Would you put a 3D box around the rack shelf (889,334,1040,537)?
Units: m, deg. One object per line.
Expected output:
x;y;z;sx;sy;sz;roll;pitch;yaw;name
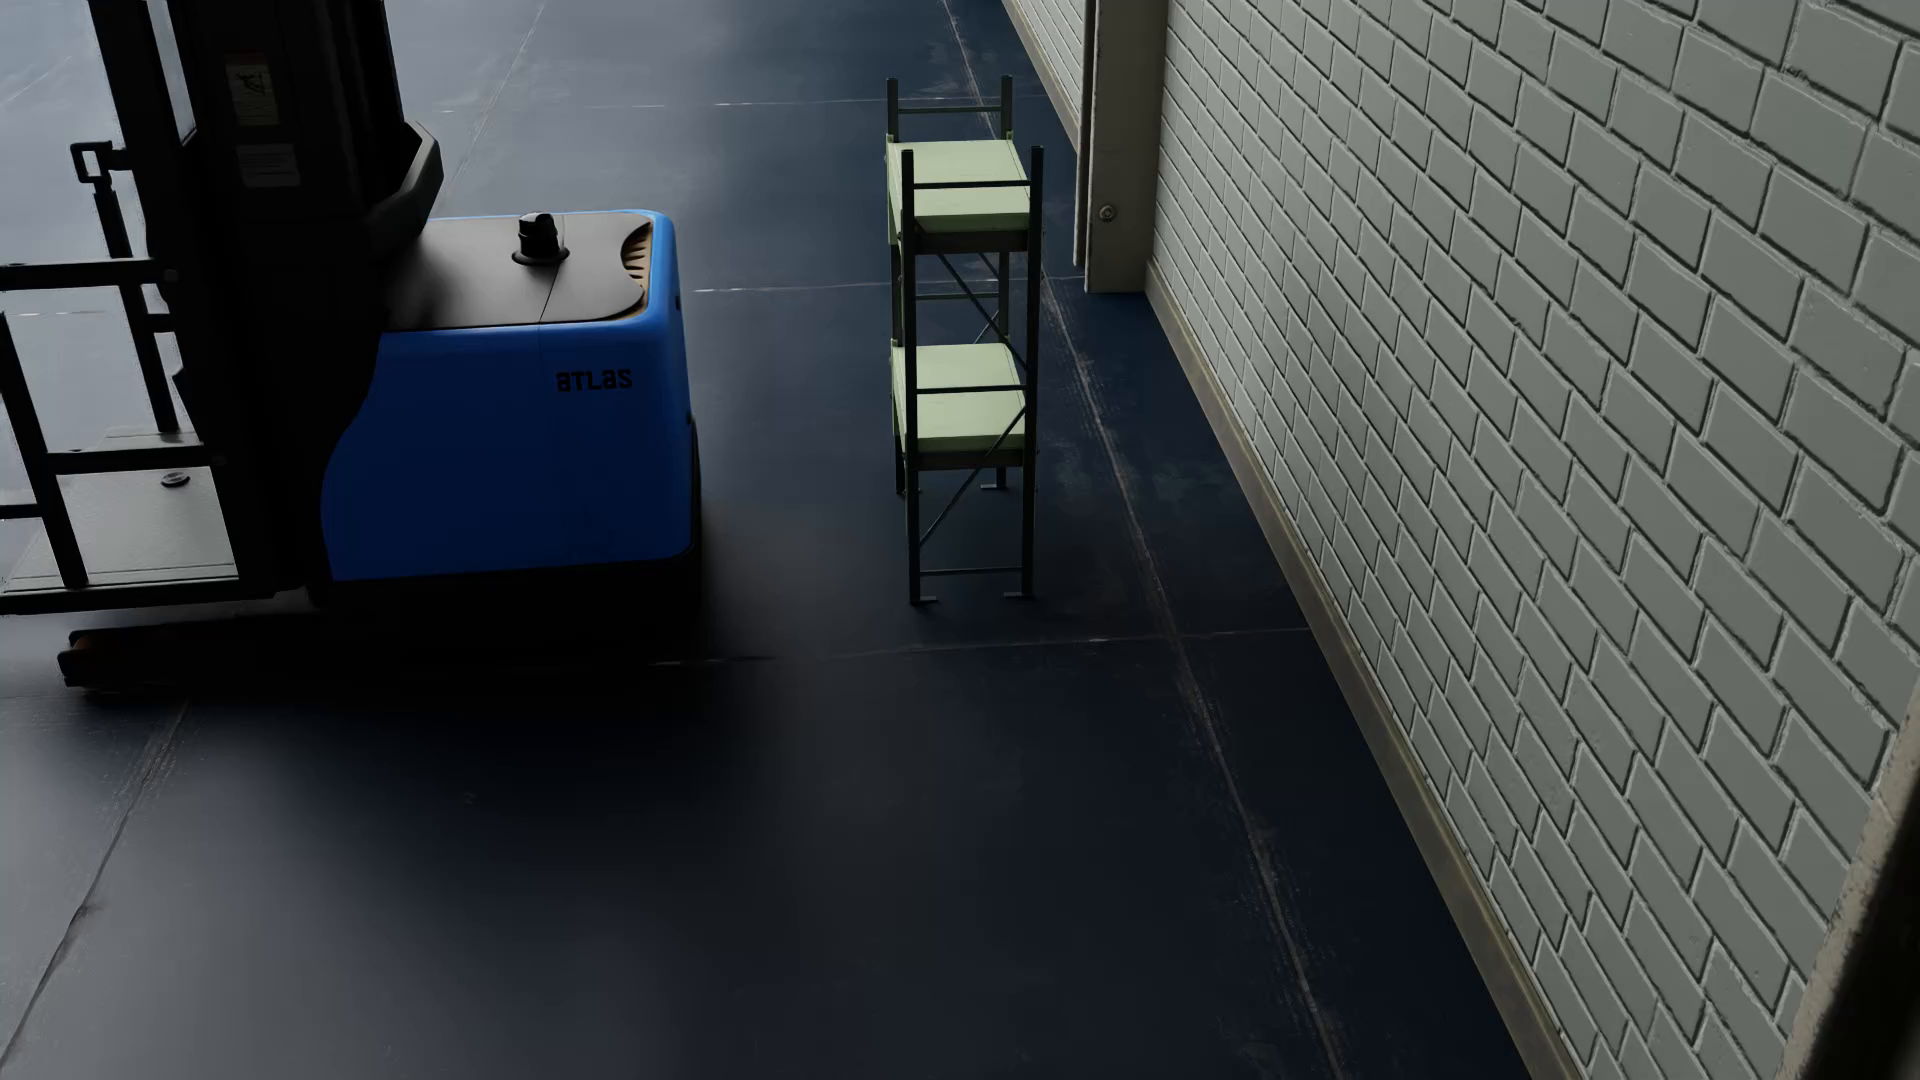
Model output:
0.001;-0.361;5.527;0.431;0.370;0.720;-3;31;-5;rack shelf

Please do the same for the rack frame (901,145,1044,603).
0.035;-0.454;5.047;0.400;1.500;0.023;-3;31;-5;rack frame

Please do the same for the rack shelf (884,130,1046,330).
0.001;-0.976;5.160;0.431;0.370;0.720;-3;31;-5;rack shelf

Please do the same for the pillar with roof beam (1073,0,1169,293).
-3.570;-4.902;5.181;9.100;9.000;0.400;-3;31;-5;pillar with roof beam

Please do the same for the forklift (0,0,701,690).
-2.376;-1.096;4.726;3.031;2.935;1.130;-4;31;-7;forklift

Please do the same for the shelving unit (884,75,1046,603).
0.001;-0.640;5.360;0.431;1.500;0.755;-3;31;-5;shelving unit

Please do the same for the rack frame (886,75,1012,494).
-0.034;-0.827;5.673;0.400;1.500;0.023;-3;31;-5;rack frame
